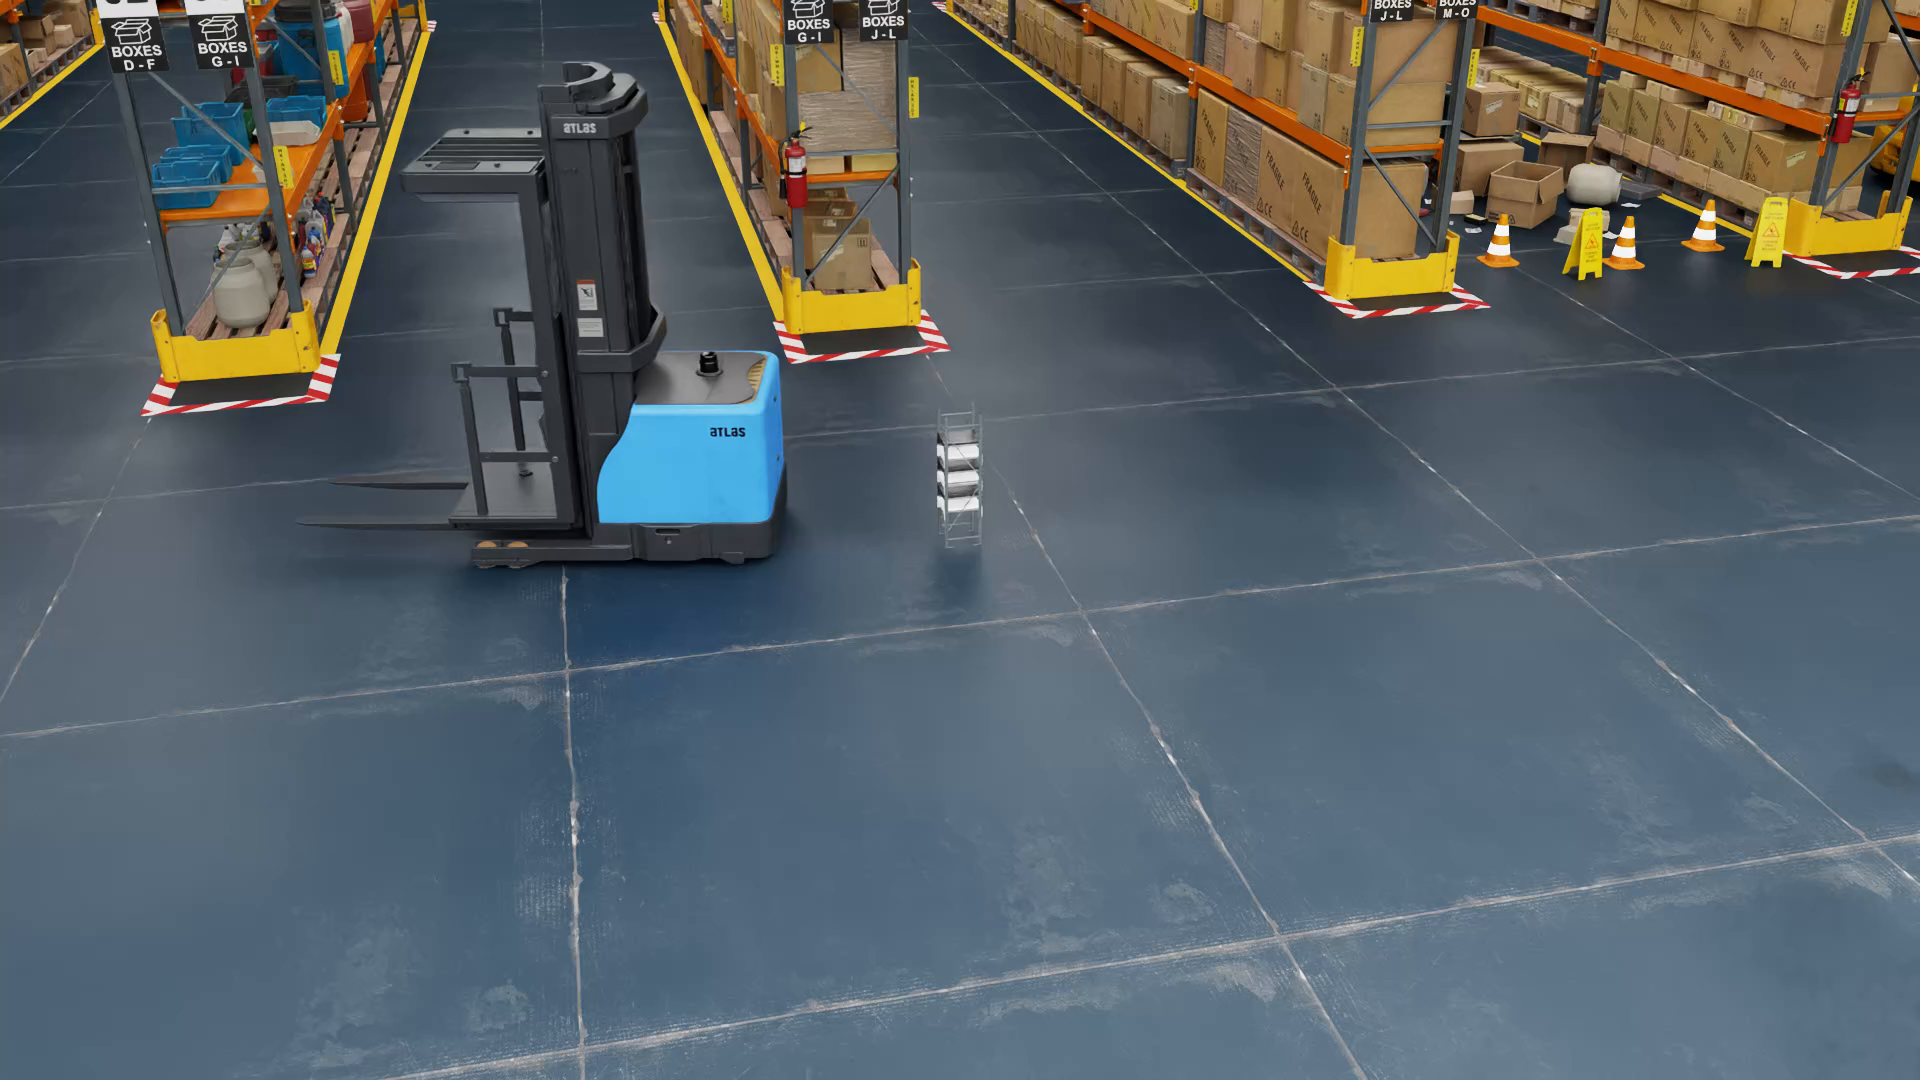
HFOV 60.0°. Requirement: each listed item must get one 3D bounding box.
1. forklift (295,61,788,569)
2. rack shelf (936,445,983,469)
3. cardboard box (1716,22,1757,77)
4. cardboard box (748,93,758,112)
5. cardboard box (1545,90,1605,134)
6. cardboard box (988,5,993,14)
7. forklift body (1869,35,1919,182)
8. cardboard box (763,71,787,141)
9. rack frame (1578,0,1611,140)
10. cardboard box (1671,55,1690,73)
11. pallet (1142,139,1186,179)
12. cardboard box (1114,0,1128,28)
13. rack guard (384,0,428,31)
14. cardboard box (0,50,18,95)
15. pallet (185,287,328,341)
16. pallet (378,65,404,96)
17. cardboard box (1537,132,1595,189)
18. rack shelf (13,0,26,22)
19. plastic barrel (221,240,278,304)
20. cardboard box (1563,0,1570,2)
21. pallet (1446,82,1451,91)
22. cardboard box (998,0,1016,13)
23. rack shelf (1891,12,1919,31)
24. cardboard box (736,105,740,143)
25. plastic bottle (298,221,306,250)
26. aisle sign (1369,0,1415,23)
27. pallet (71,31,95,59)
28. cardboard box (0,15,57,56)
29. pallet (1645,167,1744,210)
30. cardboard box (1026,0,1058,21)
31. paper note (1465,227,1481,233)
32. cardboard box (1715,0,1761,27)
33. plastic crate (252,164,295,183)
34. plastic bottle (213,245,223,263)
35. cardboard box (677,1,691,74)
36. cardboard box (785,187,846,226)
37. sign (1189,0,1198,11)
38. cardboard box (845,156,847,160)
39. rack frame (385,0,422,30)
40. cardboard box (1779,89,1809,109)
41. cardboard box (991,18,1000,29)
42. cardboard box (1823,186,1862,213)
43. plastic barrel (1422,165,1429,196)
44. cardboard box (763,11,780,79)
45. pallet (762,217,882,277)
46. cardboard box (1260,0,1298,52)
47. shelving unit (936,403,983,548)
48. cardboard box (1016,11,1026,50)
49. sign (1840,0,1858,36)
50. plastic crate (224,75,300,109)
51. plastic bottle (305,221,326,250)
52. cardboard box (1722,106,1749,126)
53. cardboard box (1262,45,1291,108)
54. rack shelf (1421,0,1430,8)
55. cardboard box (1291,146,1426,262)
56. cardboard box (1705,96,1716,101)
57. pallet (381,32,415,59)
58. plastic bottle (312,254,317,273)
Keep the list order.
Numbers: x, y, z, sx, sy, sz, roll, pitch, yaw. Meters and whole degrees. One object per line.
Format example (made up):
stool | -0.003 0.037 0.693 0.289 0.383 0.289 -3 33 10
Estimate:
forklift | -2.678 -1.368 10.208 3.031 2.935 1.130 0 27 0
rack shelf | -0.002 -0.536 10.488 0.258 0.077 0.200 -6 27 -12
cardboard box | 8.129 -5.028 16.942 0.500 0.500 0.500 -6 27 -12
cardboard box | -1.855 -4.272 16.163 0.380 0.149 0.250 -6 27 -12
cardboard box | 7.715 -5.200 20.174 0.950 0.372 0.625 -6 27 -11
cardboard box | 0.664 -8.538 26.704 0.380 0.149 0.250 -5 27 -10
forklift body | 11.368 -4.974 18.218 2.313 2.155 1.214 -6 27 -12
cardboard box | -1.245 -3.823 14.554 0.875 0.500 0.500 -6 27 -12
rack frame | 7.836 -5.956 19.221 1.000 3.000 0.127 -6 27 -12
cardboard box | 7.873 -5.110 17.825 0.380 0.149 0.250 -6 27 -11
pallet | 2.788 -4.495 19.422 1.003 0.211 1.213 -6 27 -12
cardboard box | 2.203 -6.541 20.269 0.500 0.500 0.500 -6 27 -12
rack guard | -9.367 -8.608 27.250 1.175 0.500 0.348 -6 27 -12
cardboard box | -12.781 -6.132 21.857 0.500 0.500 0.500 -6 27 -11
pallet | -5.984 -1.832 14.145 1.003 0.211 1.213 -6 27 -12
pallet | -8.315 -6.371 23.138 1.003 0.211 1.213 -6 27 -12
cardboard box | 6.751 -4.233 18.578 0.500 0.500 0.500 13 30 24
rack shelf | -13.725 -8.014 24.097 1.077 0.370 4.000 -6 27 -12
plastic barrel | -6.079 -2.269 14.211 0.421 0.512 0.421 0 27 0
cardboard box | 7.395 -6.718 19.824 0.500 0.500 0.500 -6 27 -11
pallet | 7.109 -6.124 22.649 1.003 0.211 1.213 -6 27 -12
cardboard box | 0.803 -8.339 25.981 0.380 0.149 0.250 -6 27 -11
rack shelf | 12.220 -7.019 22.125 1.077 0.370 4.000 -6 27 -12
cardboard box | -2.278 -5.004 19.620 0.700 0.500 0.500 -4 27 -7
plastic bottle | -6.174 -2.868 15.630 0.061 0.283 0.133 -6 27 -12
aisle sign | 3.661 -4.752 13.951 0.394 0.787 0.004 -6 27 -12
pallet | -13.978 -7.585 25.544 1.003 0.211 1.213 -6 27 -12
cardboard box | -13.703 -7.364 24.292 0.797 0.503 0.637 -6 27 -12
pallet | 8.300 -3.883 18.209 1.003 0.211 1.213 -6 27 -12
cardboard box | 1.264 -7.743 24.237 0.500 0.250 0.500 -5 27 -10
paper note | 5.247 -3.169 16.997 0.144 0.017 0.142 3 27 6
cardboard box | 8.087 -5.462 16.692 0.700 0.500 0.500 -6 27 -12
plastic crate | -5.632 -2.999 13.654 0.298 0.136 0.250 -6 27 -12
plastic bottle | -6.629 -2.486 14.872 0.061 0.283 0.133 -5 27 -10
cardboard box | -3.256 -7.030 23.240 1.225 0.875 0.875 -7 28 -13
cardboard box | -1.415 -3.326 16.319 0.500 0.500 0.500 -8 28 -16
sign | 2.509 -5.831 17.777 0.100 0.325 0.005 -6 27 -12
cardboard box | -0.788 -3.343 14.322 0.380 0.149 0.250 -6 27 -12
rack frame | -9.349 -9.715 26.668 1.000 3.000 0.127 -6 27 -12
cardboard box | 8.279 -4.330 16.279 0.380 0.149 0.250 -6 27 -12
cardboard box | 0.713 -8.205 26.376 0.380 0.149 0.250 -7 28 -13
cardboard box | 8.825 -3.542 17.024 0.500 0.250 0.500 -6 27 -12
plastic barrel | 4.786 -3.917 18.040 0.512 0.421 0.421 13 30 24
cardboard box | -1.401 -4.253 14.296 0.500 0.500 0.500 -6 27 -12
pallet | -1.355 -2.877 16.216 1.003 0.211 1.213 -6 27 -12
cardboard box | 3.438 -5.080 16.121 0.875 0.550 0.500 -6 27 -12
shelving unit | -0.002 -0.405 10.554 0.258 0.900 0.210 -6 27 -12
cardboard box | 1.141 -7.641 24.868 0.500 0.500 0.500 -5 27 -10
sign | 8.192 -4.810 15.316 0.100 0.325 0.005 -6 27 -12
plastic crate | -6.651 -4.176 15.764 0.767 0.338 0.504 -6 27 -12
plastic bottle | -6.070 -2.876 15.654 0.152 0.276 0.135 -5 27 -11
cardboard box | 8.101 -4.375 17.121 0.380 0.149 0.250 -5 27 -11
cardboard box | 3.501 -4.605 16.377 0.875 0.550 0.500 -6 27 -12
rack shelf | 6.484 -8.269 24.602 1.077 0.370 4.000 -6 27 -12
cardboard box | 3.720 -3.183 15.619 0.875 0.875 0.875 -6 27 -11
cardboard box | 8.463 -4.571 18.231 0.500 0.500 0.500 -5 27 -9
pallet | -8.930 -7.569 25.512 1.003 0.211 1.213 -6 27 -12
plastic bottle | -5.872 -2.511 15.013 0.097 0.201 0.097 0 27 0
